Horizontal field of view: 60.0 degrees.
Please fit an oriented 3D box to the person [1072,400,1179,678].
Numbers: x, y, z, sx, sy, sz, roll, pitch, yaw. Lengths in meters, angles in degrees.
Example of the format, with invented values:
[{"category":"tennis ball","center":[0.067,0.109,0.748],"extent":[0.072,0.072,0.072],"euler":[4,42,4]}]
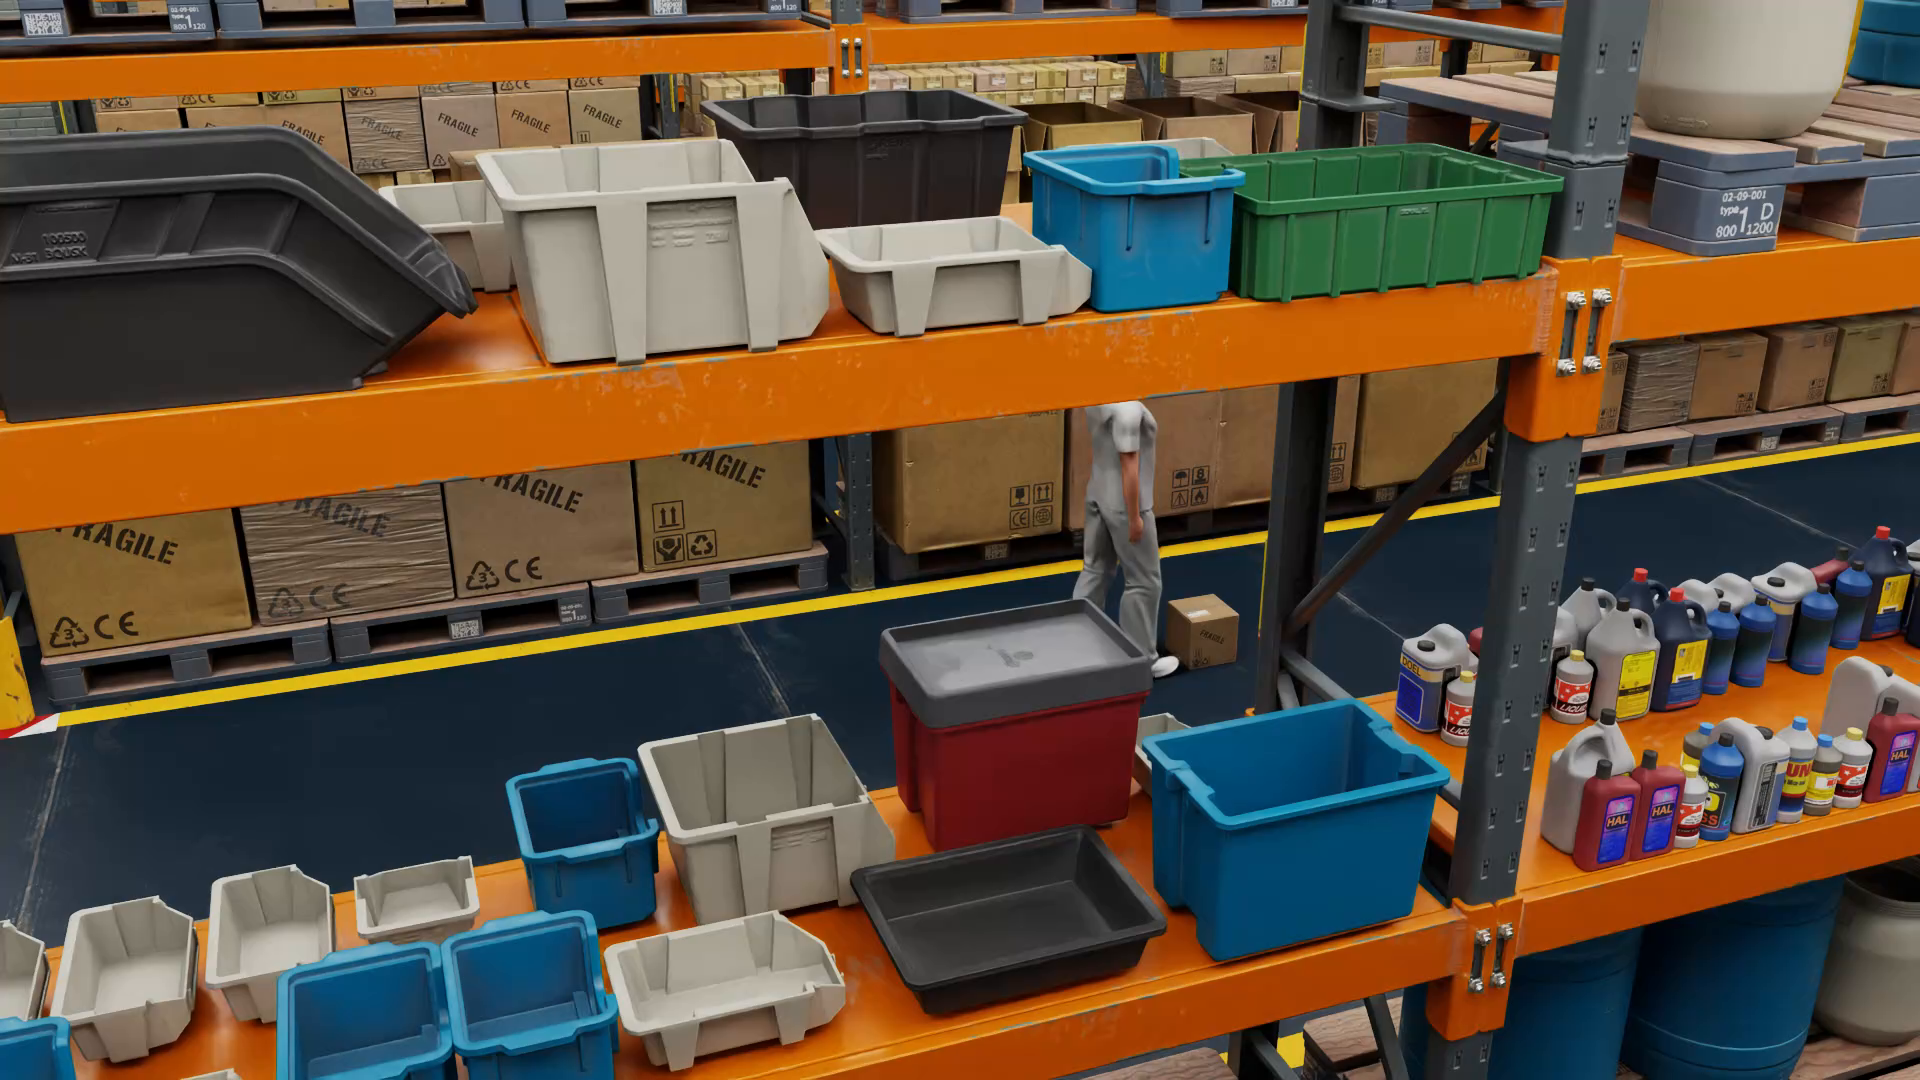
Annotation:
[{"category":"person","center":[0.739,-0.155,7.487],"extent":[0.519,1.676,0.441],"euler":[-8,24,-19]}]
